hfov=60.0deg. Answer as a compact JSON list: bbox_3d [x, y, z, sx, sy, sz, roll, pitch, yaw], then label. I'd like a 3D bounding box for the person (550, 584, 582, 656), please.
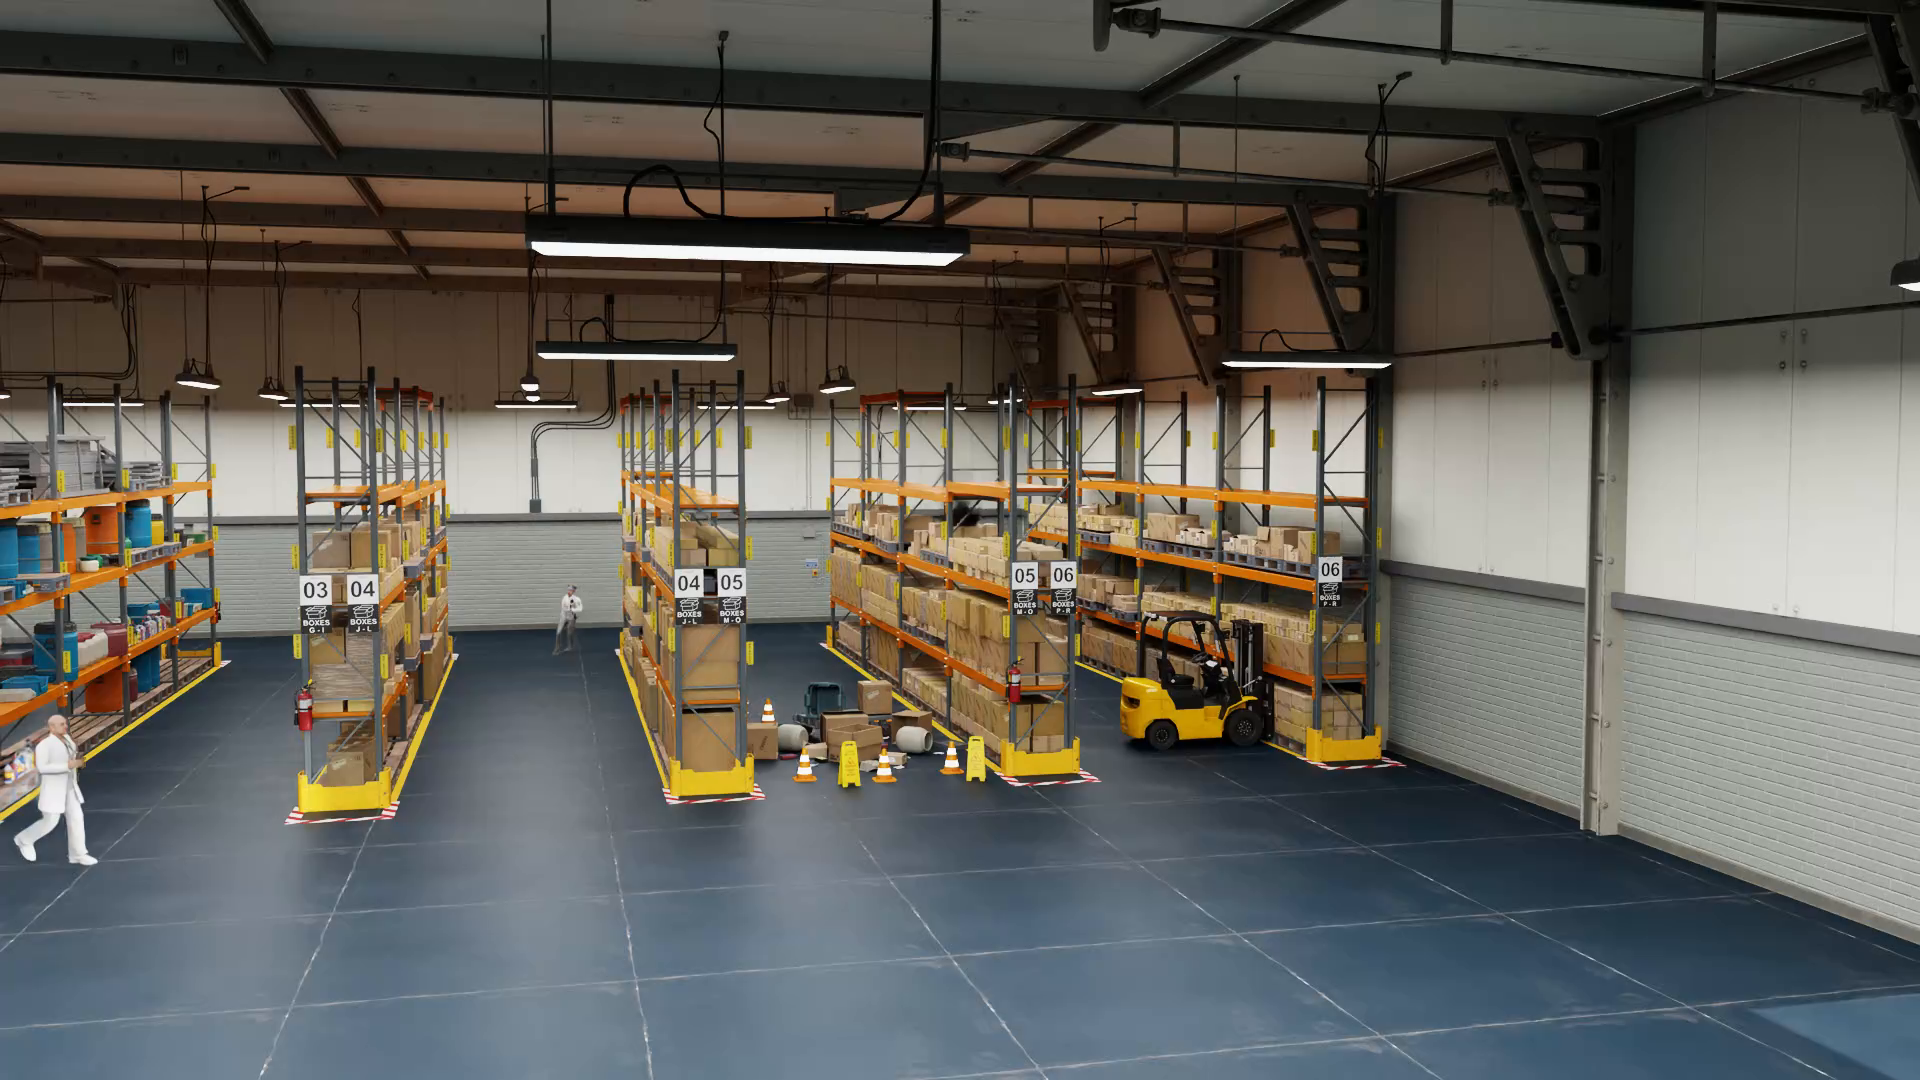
[{"bbox_3d":[-9.125,1.868,38.921,0.695,1.692,0.808,1,4,14],"label":"person"}]

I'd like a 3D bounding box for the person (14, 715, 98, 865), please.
[{"bbox_3d":[-10.610,2.924,19.508,1.030,1.759,0.703,1,3,11],"label":"person"}]

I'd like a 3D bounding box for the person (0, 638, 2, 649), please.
[{"bbox_3d":[-18.179,2.284,30.924,0.632,1.818,0.722,-2,4,-29],"label":"person"}]
